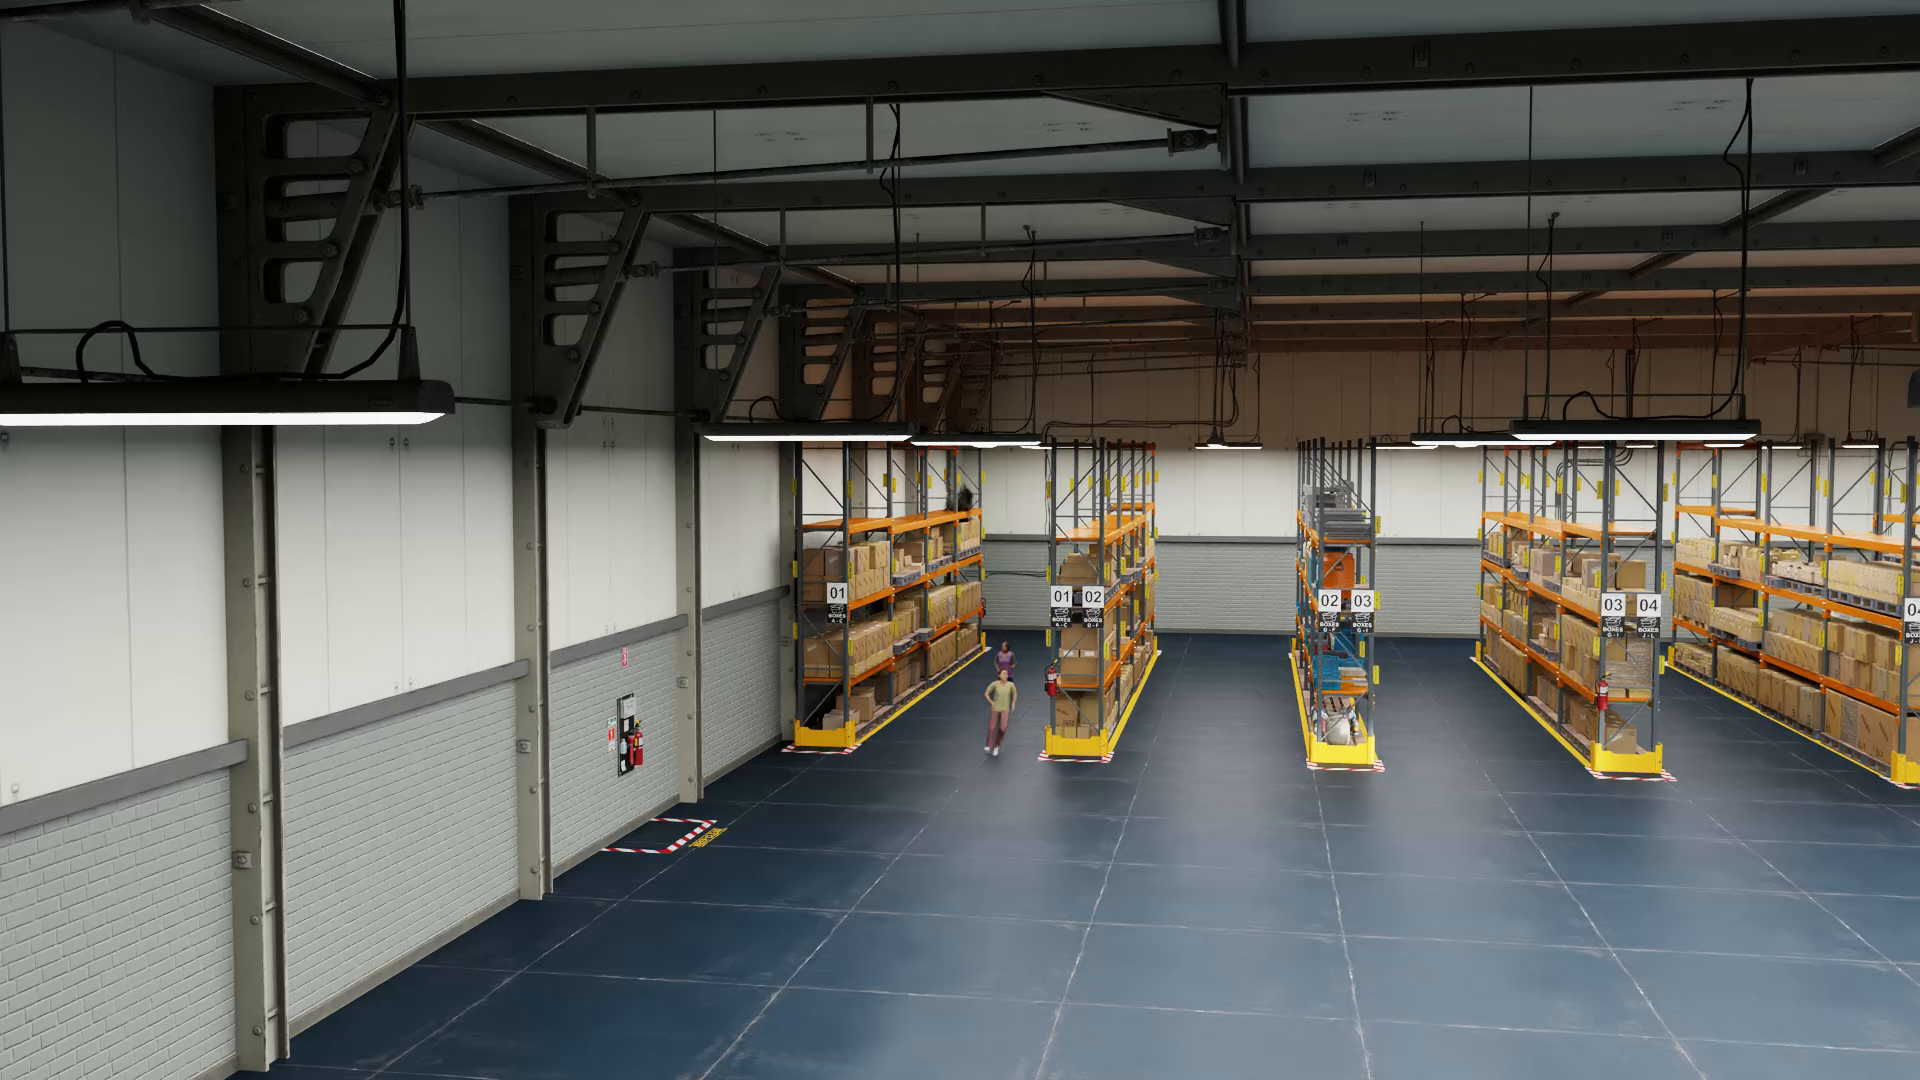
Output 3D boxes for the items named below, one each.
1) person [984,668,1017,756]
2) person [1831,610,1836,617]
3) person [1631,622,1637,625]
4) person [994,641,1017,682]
[{"bbox_3d":[0.777,3.241,31.472,0.636,1.660,0.664,0,3,-3],"label":"person"},{"bbox_3d":[23.623,2.504,45.219,0.714,1.720,0.563,1,3,13],"label":"person"},{"bbox_3d":[17.622,2.683,43.405,0.605,1.600,0.850,1,3,19],"label":"person"},{"bbox_3d":[0.995,3.009,36.332,0.510,1.591,0.646,0,3,3],"label":"person"}]
